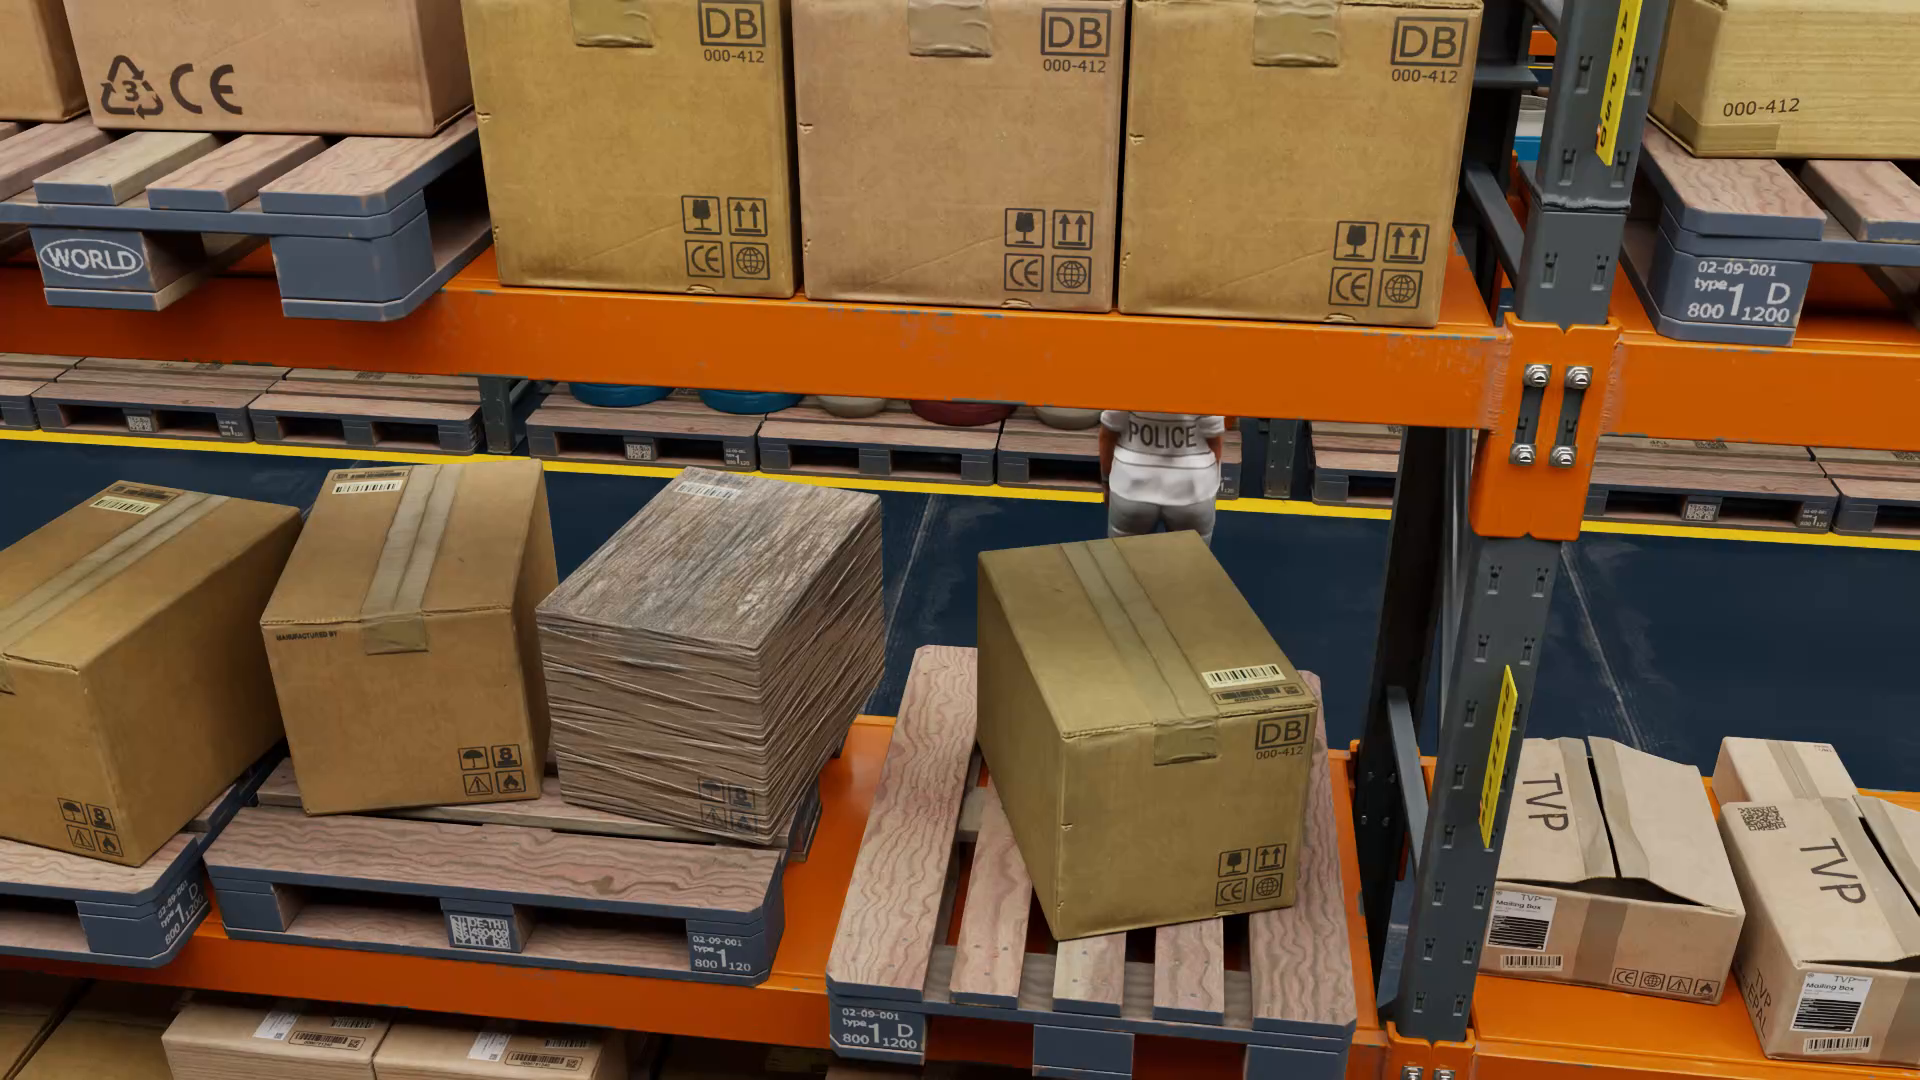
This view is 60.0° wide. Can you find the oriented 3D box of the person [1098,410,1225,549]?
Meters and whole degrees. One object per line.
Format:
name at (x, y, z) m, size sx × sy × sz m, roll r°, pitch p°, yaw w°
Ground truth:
person at (0.767, -0.178, 6.468) m, size 0.474 × 1.653 × 0.389 m, roll 4°, pitch 29°, yaw 7°
